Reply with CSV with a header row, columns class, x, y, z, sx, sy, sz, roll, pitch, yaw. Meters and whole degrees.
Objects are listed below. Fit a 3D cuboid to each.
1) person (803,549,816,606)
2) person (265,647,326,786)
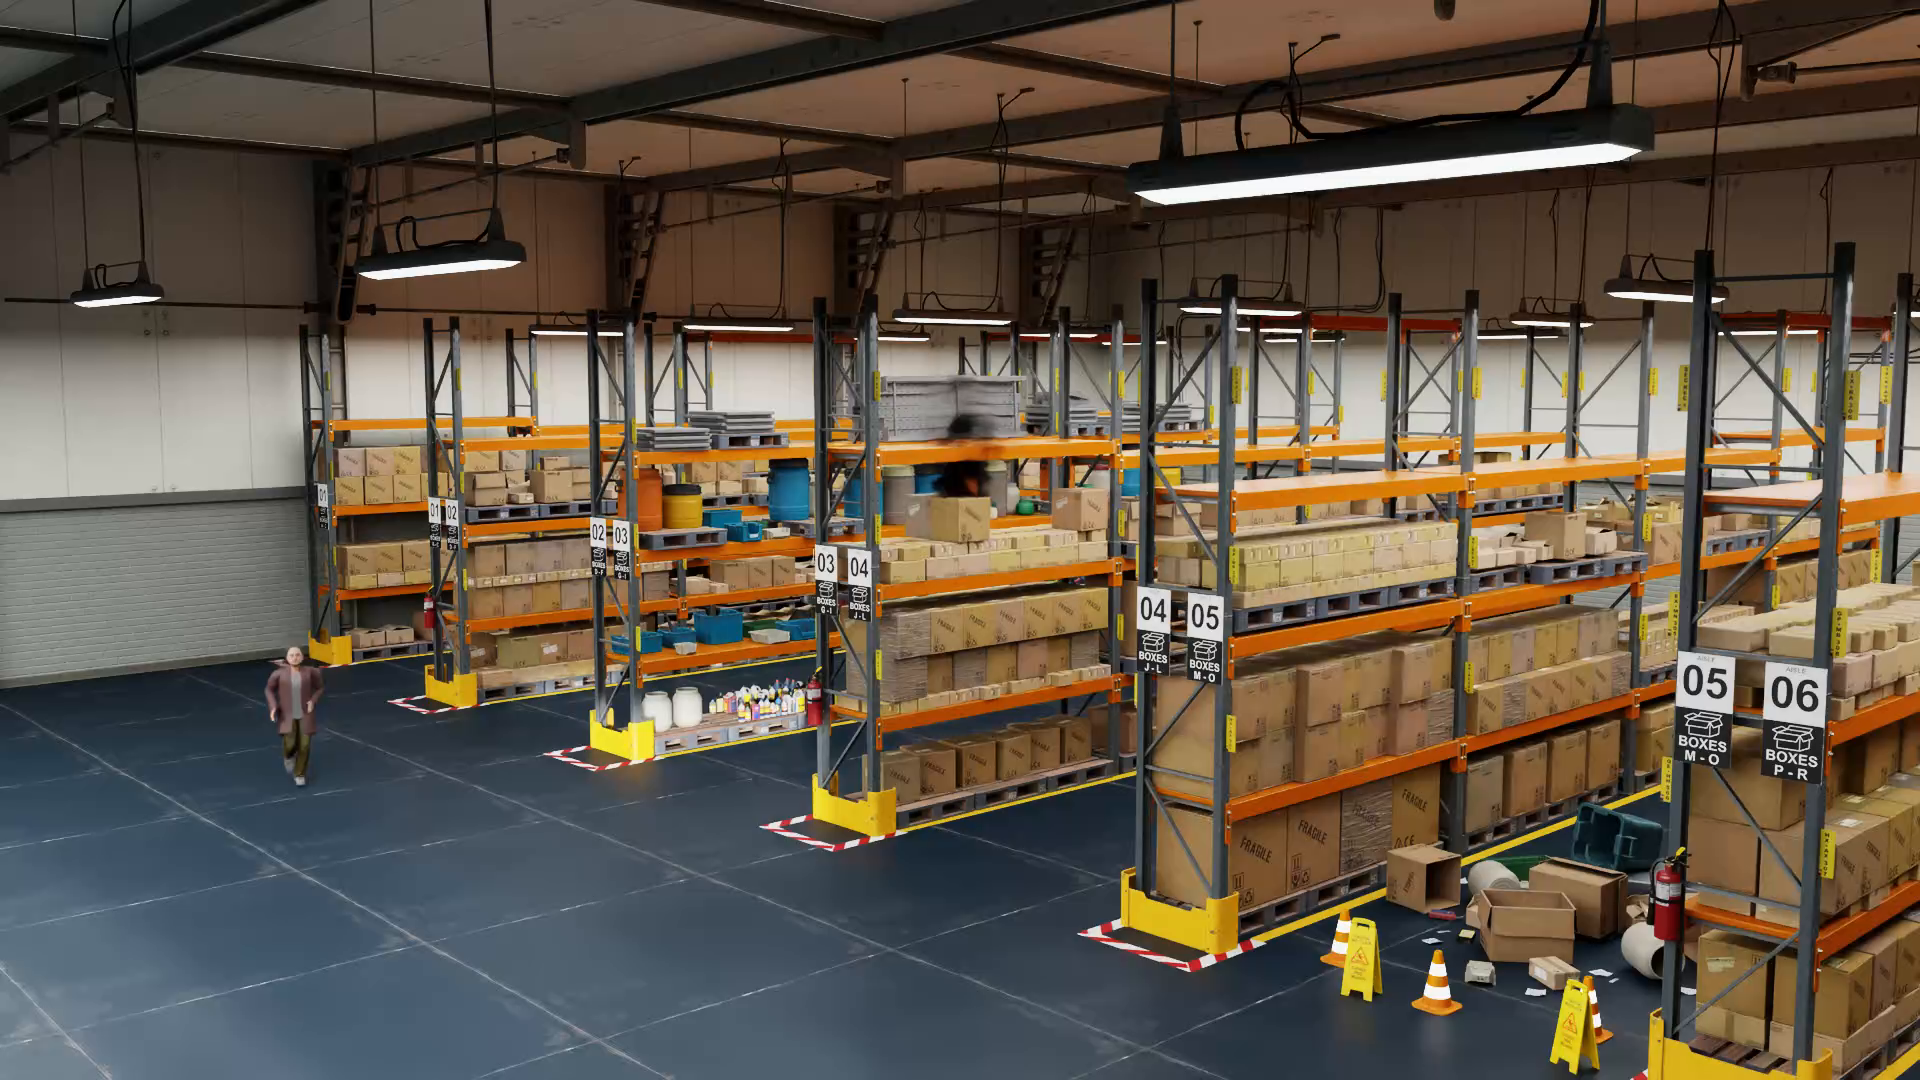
class,x,y,z,sx,sy,sz,roll,pitch,yaw
person,-2.911,0.934,33.724,0.585,1.632,0.629,4,7,31
person,-8.330,2.203,20.881,0.710,1.732,0.637,-3,6,-25
